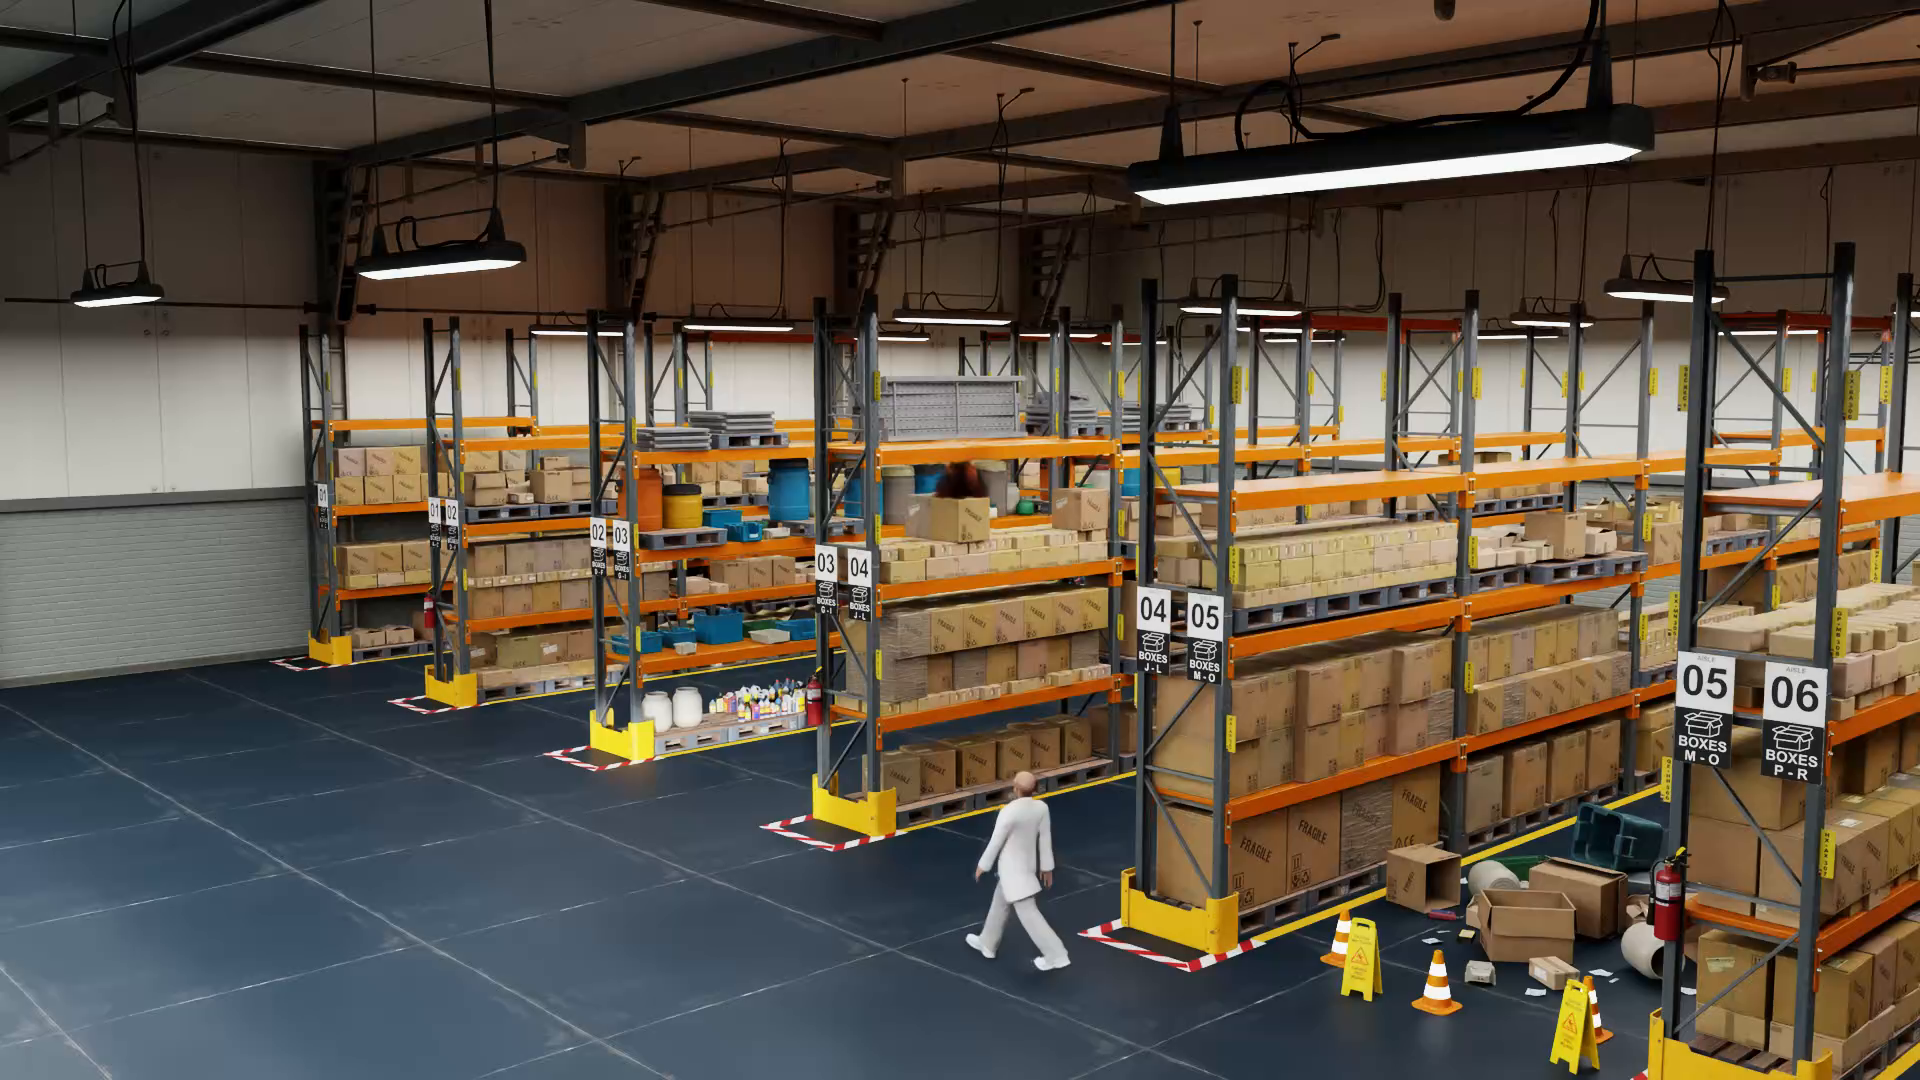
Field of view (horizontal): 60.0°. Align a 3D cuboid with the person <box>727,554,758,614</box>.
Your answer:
[{"bbox_3d":[-4.375,1.009,32.966,0.695,1.681,1.066,5,8,42],"label":"person"}]

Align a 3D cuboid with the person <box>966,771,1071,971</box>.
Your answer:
[{"bbox_3d":[0.480,2.849,14.424,1.118,1.731,0.543,3,6,24],"label":"person"}]
